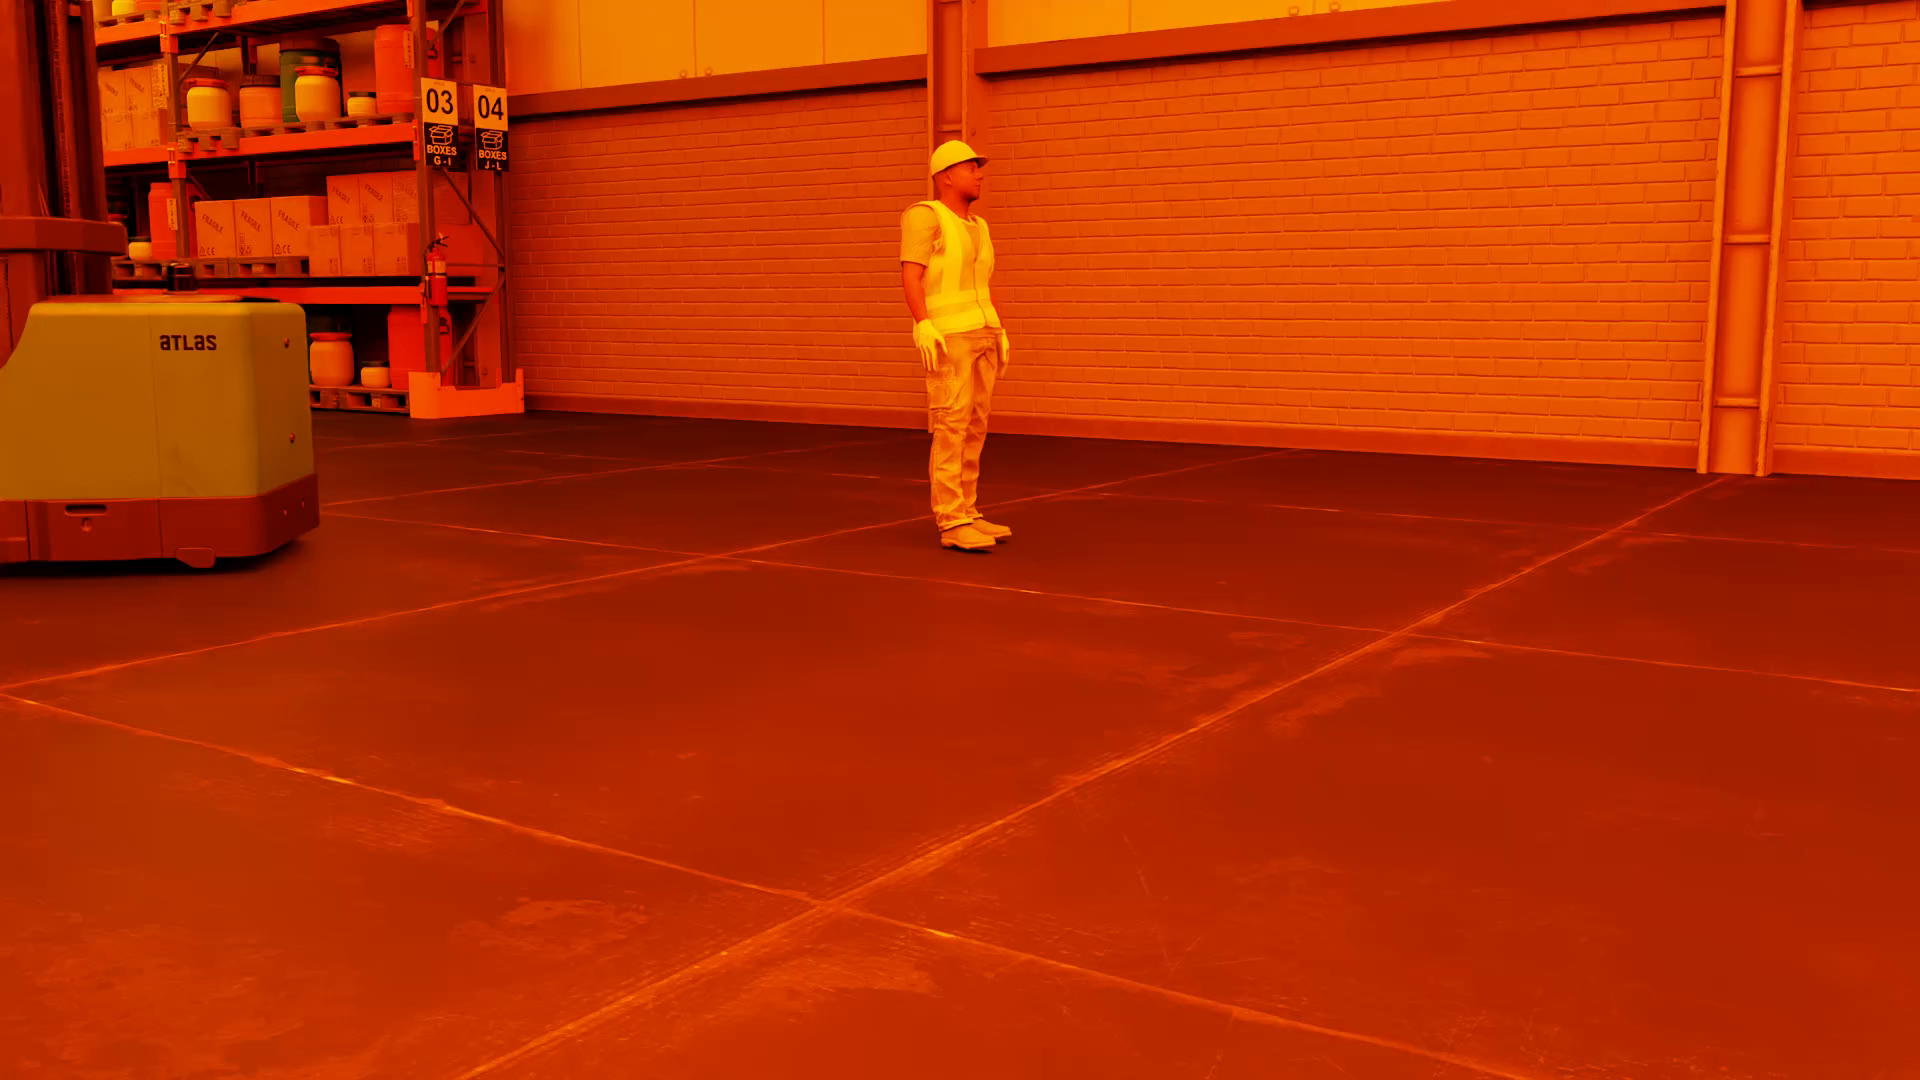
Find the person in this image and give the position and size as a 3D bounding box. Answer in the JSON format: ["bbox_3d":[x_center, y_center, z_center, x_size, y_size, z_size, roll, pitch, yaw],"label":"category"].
[{"bbox_3d":[0.055,-0.883,7.430,0.575,1.785,0.657,5,10,34],"label":"person"}]

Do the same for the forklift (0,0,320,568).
[{"bbox_3d":[-4.354,-1.358,6.745,3.031,2.935,1.130,-1,8,-8],"label":"forklift"}]
